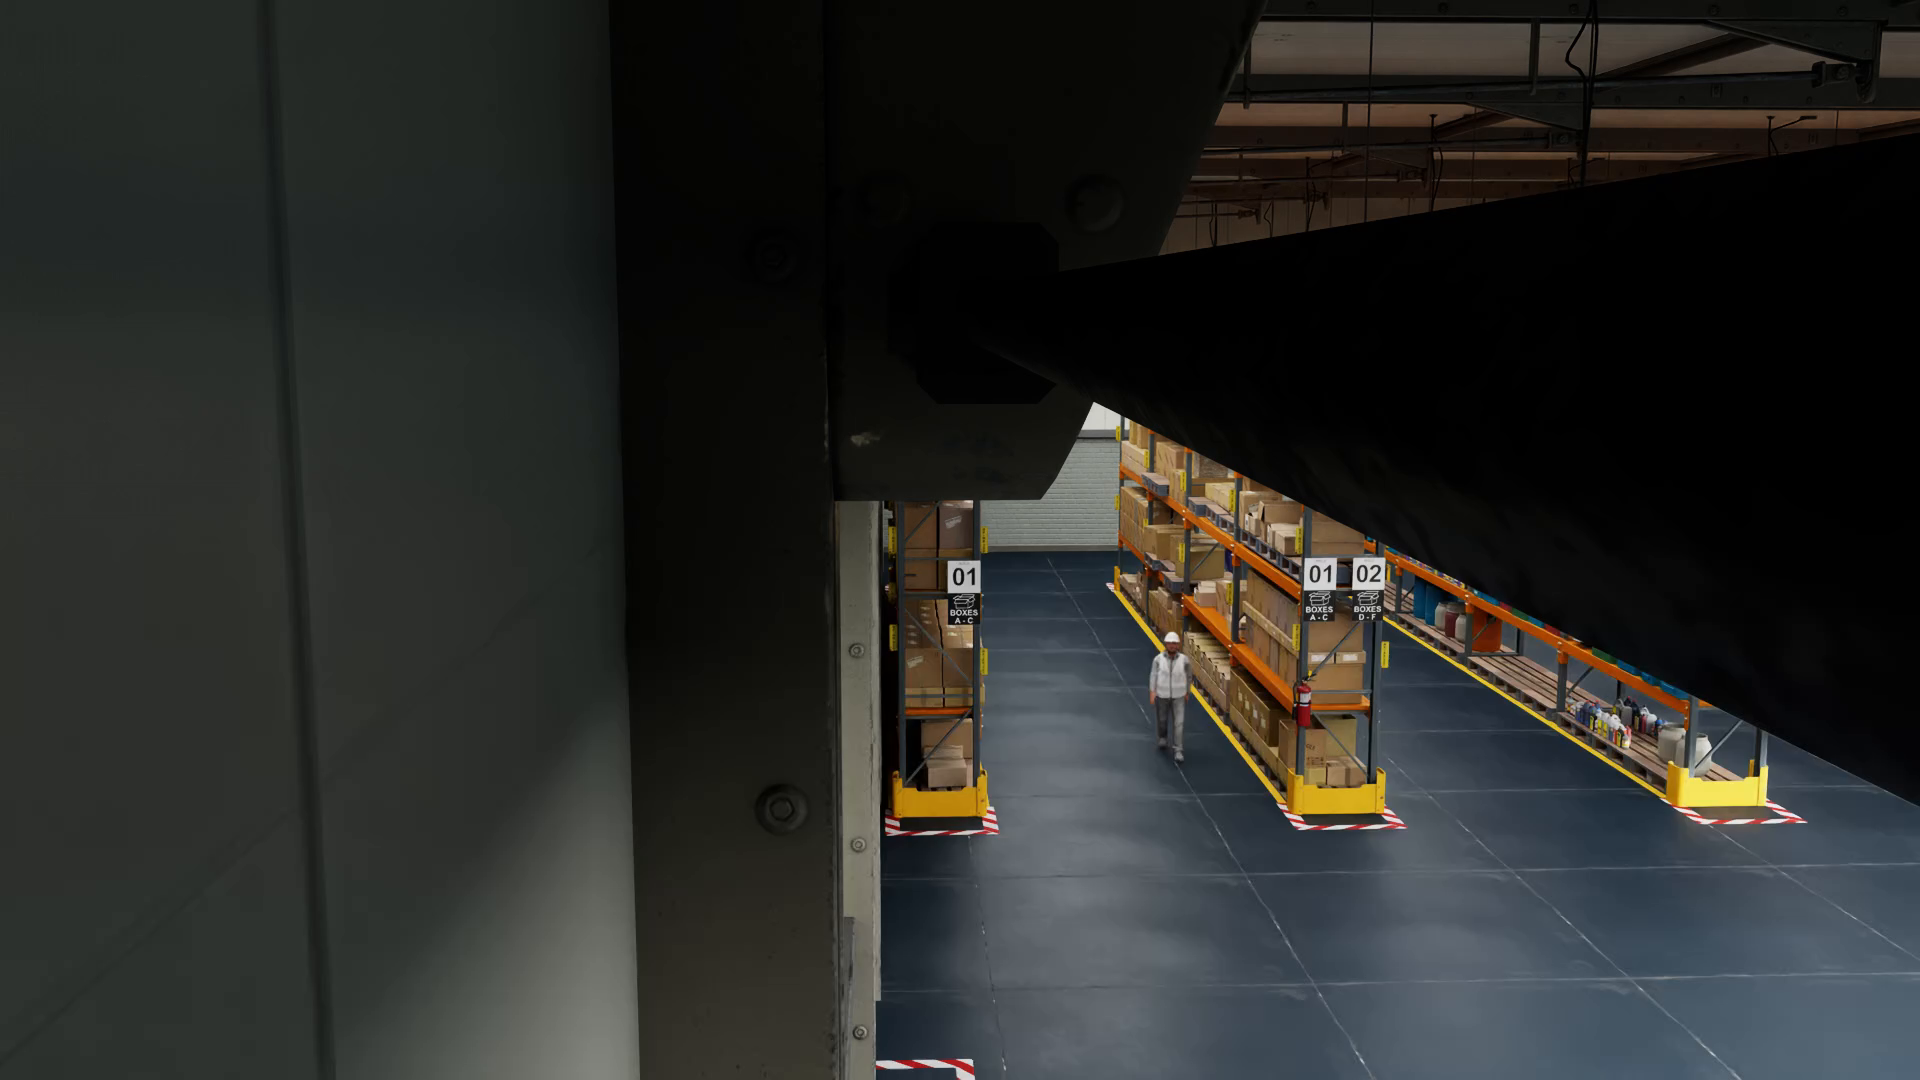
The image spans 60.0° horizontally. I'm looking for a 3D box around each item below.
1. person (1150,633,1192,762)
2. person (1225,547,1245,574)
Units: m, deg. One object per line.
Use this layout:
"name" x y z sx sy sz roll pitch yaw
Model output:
"person" 2.935 2.146 23.131 0.611 1.710 1.069 0 8 0
"person" 6.008 0.313 36.286 0.487 1.589 0.857 -1 8 -5
